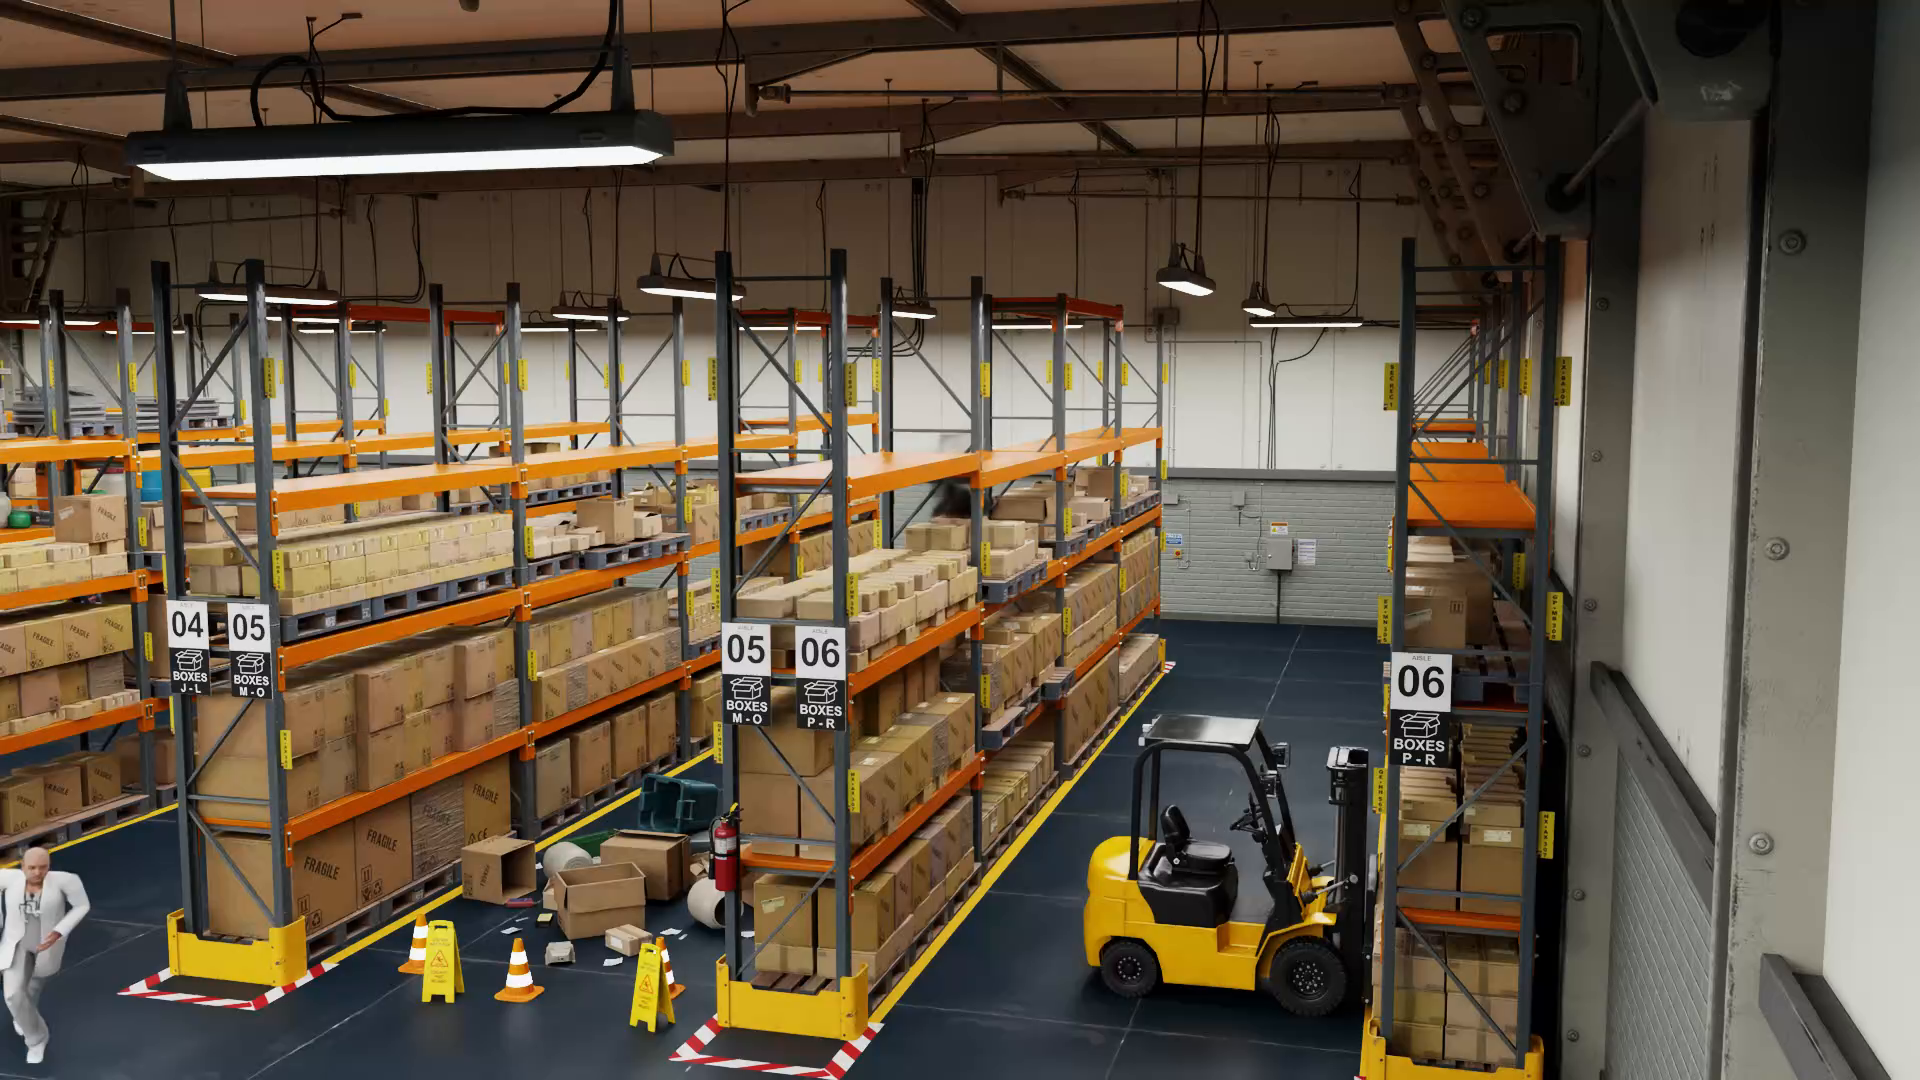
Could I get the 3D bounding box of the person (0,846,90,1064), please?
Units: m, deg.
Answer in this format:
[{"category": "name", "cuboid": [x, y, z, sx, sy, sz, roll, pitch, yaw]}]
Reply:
[{"category": "person", "cuboid": [-6.964, 3.064, 12.608, 0.706, 1.709, 1.015, -3, 7, -25]}]
